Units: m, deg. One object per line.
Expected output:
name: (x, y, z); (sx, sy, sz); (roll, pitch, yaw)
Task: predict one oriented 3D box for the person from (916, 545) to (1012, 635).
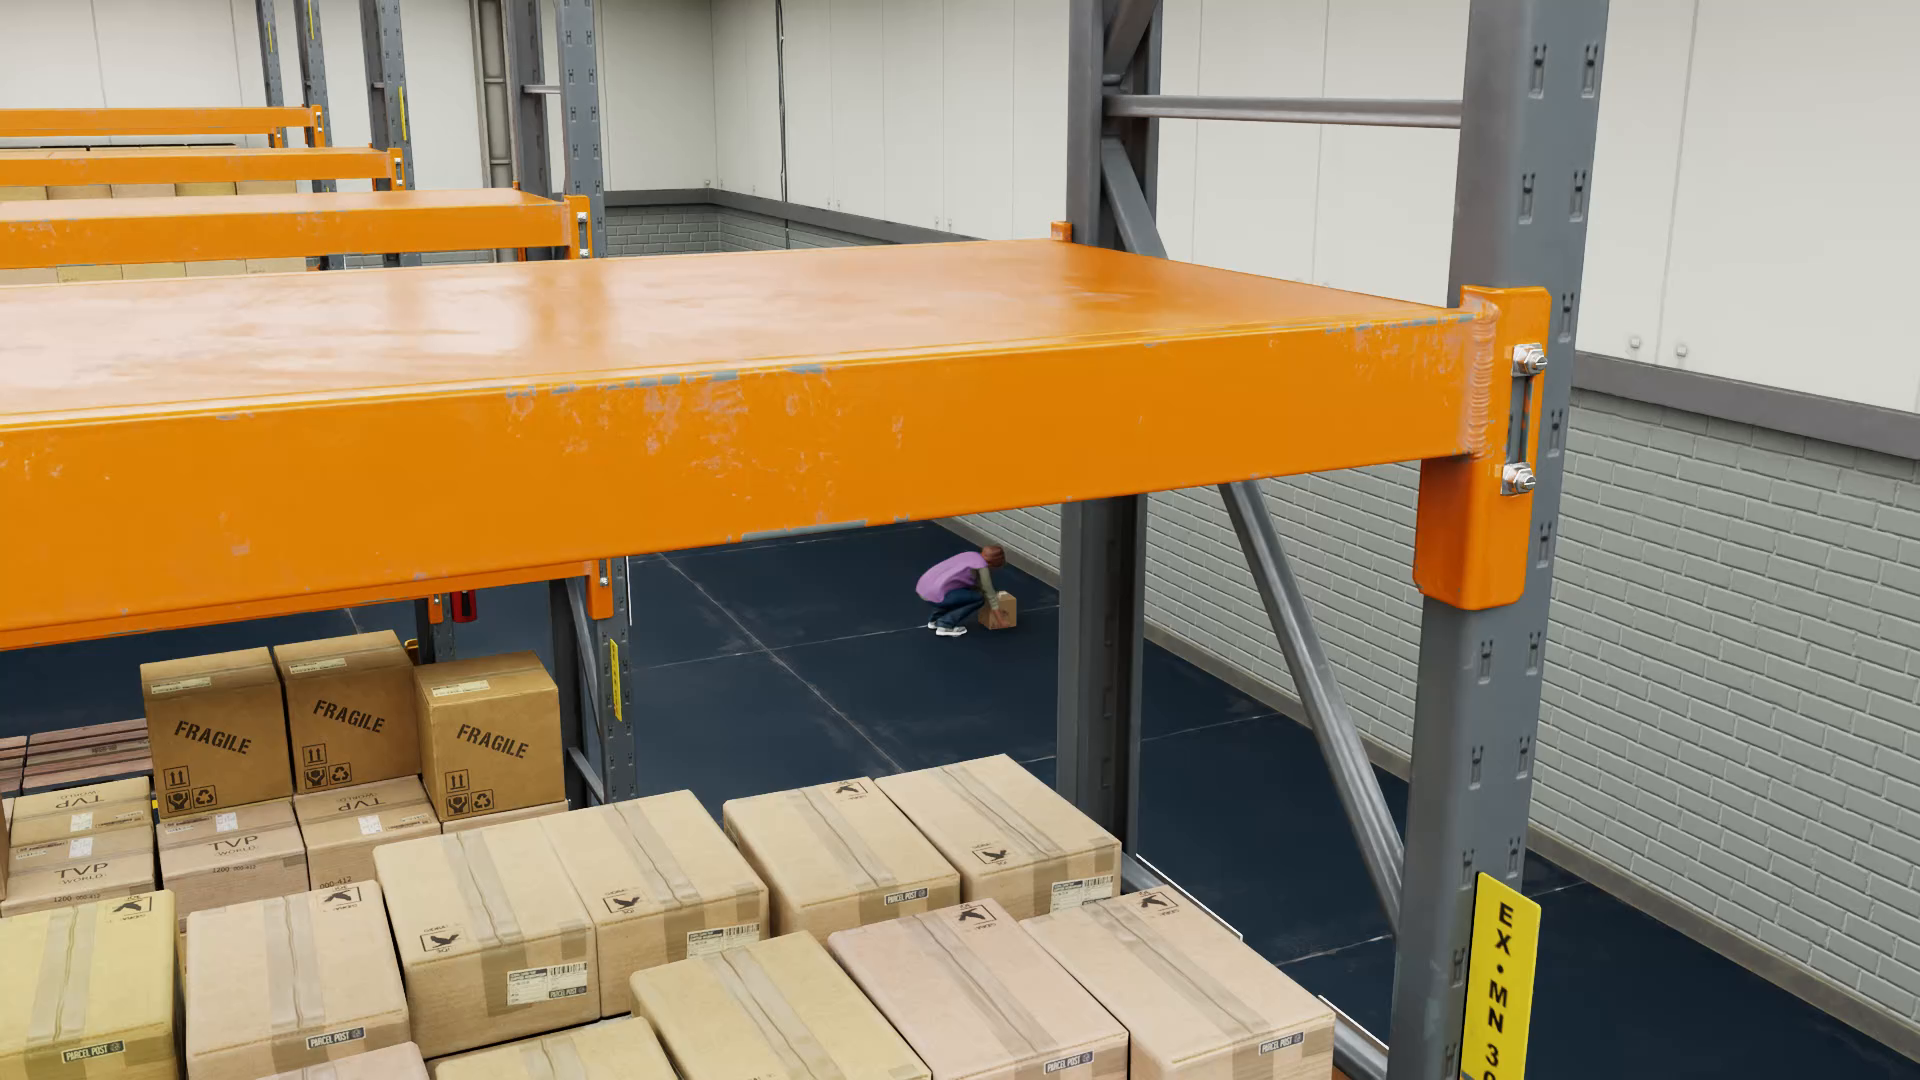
person: (0.021, 0.457, 14.201); (0.831, 0.754, 0.435); (-6, 17, -22)
